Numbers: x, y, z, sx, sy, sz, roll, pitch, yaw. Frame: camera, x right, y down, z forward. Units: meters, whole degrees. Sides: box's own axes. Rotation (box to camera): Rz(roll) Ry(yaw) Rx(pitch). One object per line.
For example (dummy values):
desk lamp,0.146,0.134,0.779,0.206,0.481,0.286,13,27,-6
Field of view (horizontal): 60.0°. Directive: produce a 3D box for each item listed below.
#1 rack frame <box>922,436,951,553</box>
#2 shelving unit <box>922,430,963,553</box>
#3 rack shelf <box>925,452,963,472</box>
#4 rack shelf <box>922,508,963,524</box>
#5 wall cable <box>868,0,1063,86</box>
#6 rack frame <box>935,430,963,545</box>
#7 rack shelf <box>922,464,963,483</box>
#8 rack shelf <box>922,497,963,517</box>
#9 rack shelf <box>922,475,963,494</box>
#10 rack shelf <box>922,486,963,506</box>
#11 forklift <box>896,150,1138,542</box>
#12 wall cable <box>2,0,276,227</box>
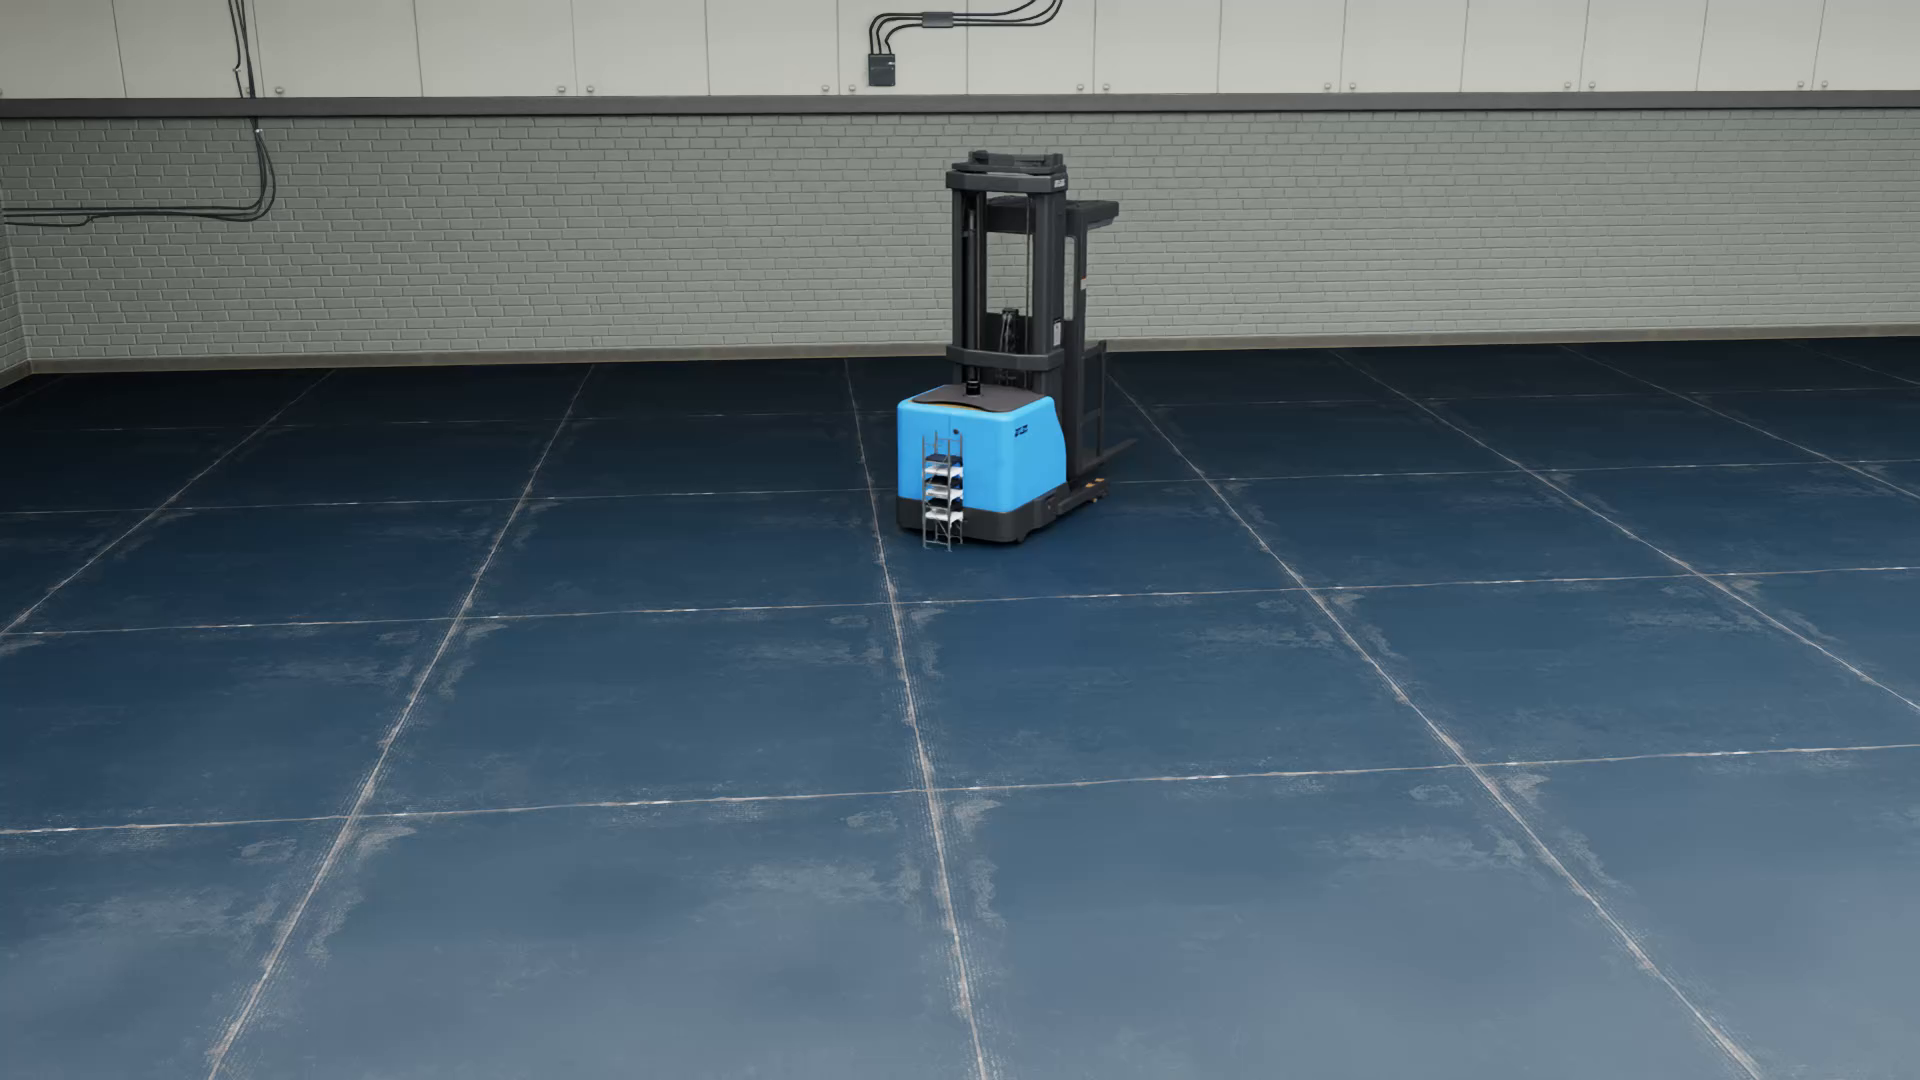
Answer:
rack frame,-0.180,-0.349,12.786,0.240,0.900,0.006,9,19,26
shelving unit,-0.134,-0.376,12.872,0.258,0.900,0.210,9,19,26
rack shelf,-0.134,-0.602,12.801,0.258,0.077,0.200,9,19,26
rack shelf,-0.134,-0.172,12.936,0.258,0.077,0.200,9,19,26
wall cable,0.091,-8.176,18.519,2.305,6.003,0.169,-2,18,-6
rack frame,-0.087,-0.403,12.958,0.240,0.900,0.006,9,19,26
rack shelf,-0.134,-0.516,12.828,0.258,0.077,0.200,9,19,26
rack shelf,-0.134,-0.258,12.909,0.258,0.077,0.200,9,19,26
rack shelf,-0.134,-0.430,12.855,0.258,0.077,0.200,9,19,26
rack shelf,-0.134,-0.344,12.882,0.258,0.077,0.200,9,19,26
forklift,0.638,-1.774,13.933,1.130,2.935,3.031,9,20,27
wall cable,-9.353,-4.783,18.574,3.097,2.526,0.112,-2,18,-6
